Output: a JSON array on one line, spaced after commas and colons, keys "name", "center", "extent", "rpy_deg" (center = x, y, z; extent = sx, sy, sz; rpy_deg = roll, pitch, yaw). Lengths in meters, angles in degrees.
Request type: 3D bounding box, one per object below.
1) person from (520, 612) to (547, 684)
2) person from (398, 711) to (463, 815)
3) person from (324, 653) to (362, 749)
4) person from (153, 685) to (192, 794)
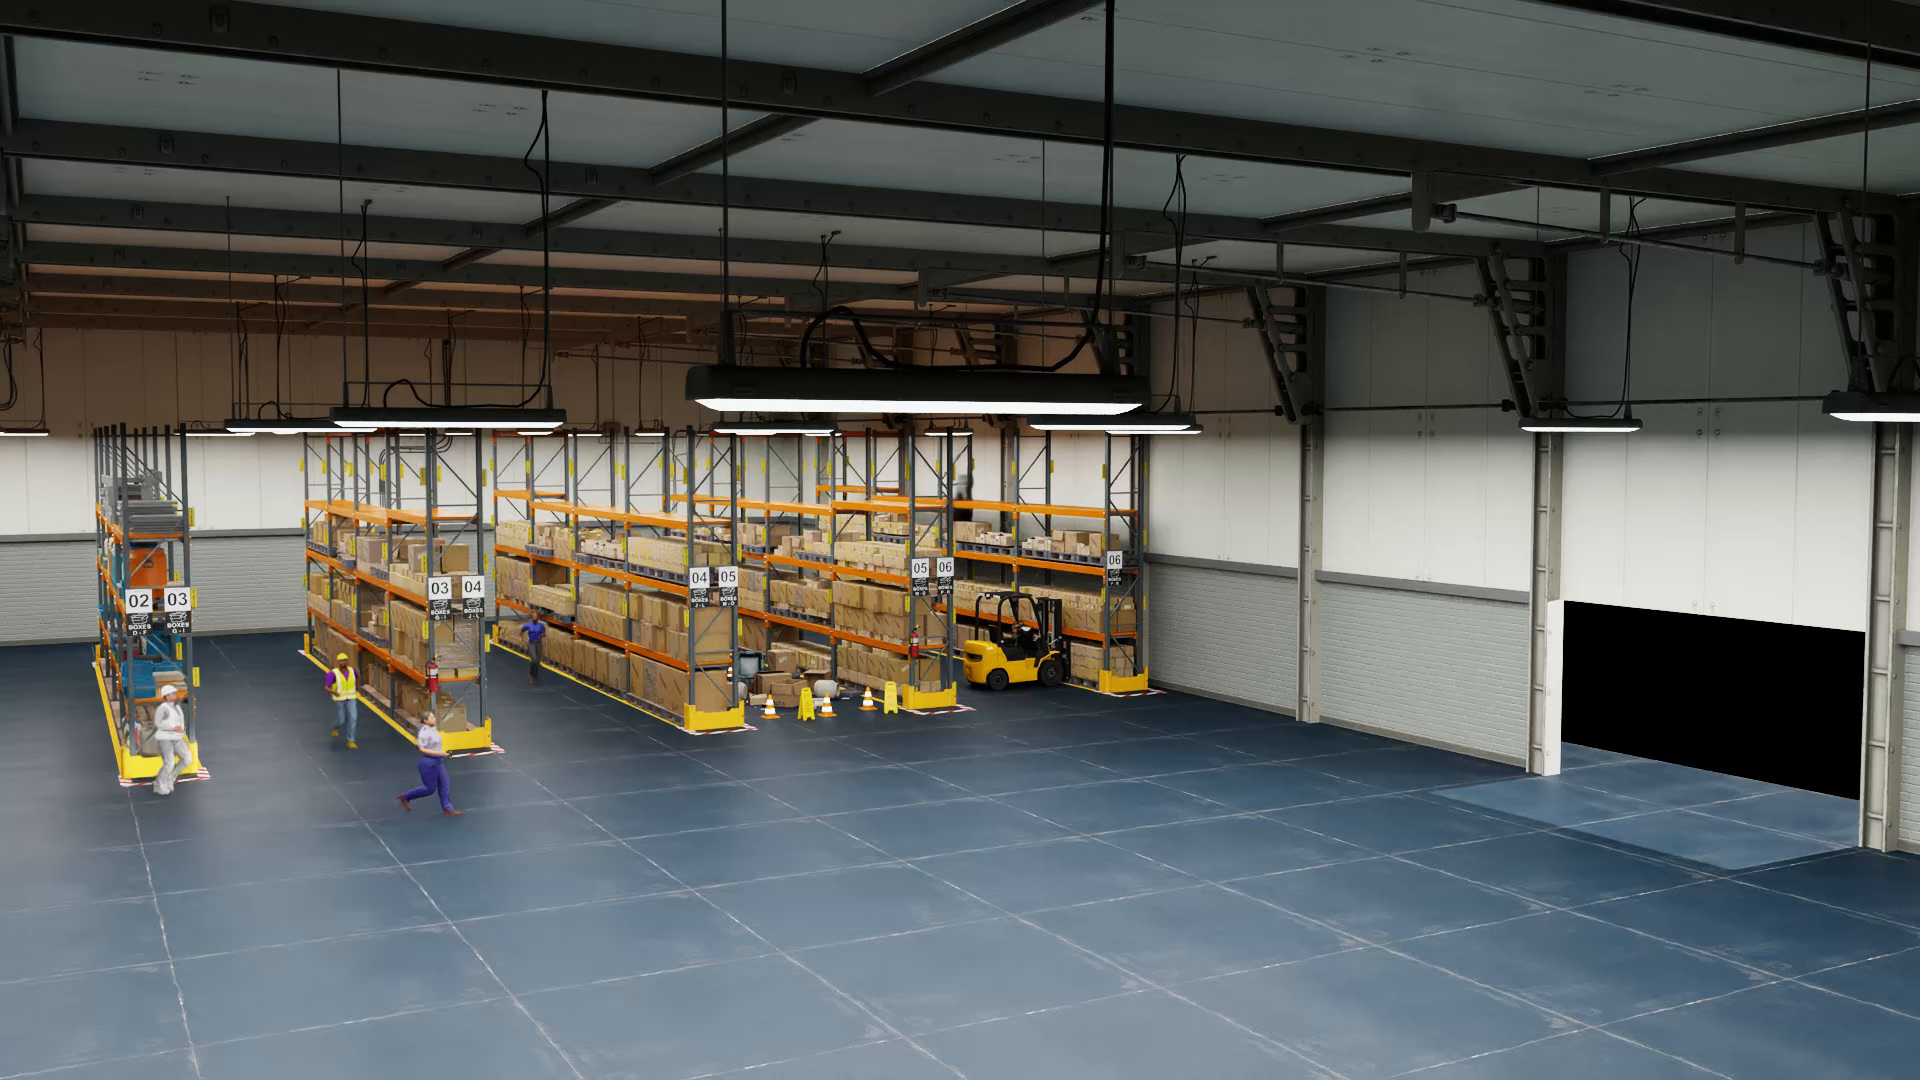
[{"name": "person", "center": [-9.999, 2.539, 39.081], "extent": [0.543, 1.701, 0.725], "rpy_deg": [-2, 4, -34]}, {"name": "person", "center": [-8.011, 3.387, 25.170], "extent": [0.932, 1.614, 0.621], "rpy_deg": [0, 3, -3]}, {"name": "person", "center": [-11.470, 2.982, 31.003], "extent": [0.712, 1.754, 0.932], "rpy_deg": [-3, 4, -39]}, {"name": "person", "center": [-12.729, 3.216, 26.922], "extent": [0.584, 1.738, 0.665], "rpy_deg": [1, 4, 10]}]
